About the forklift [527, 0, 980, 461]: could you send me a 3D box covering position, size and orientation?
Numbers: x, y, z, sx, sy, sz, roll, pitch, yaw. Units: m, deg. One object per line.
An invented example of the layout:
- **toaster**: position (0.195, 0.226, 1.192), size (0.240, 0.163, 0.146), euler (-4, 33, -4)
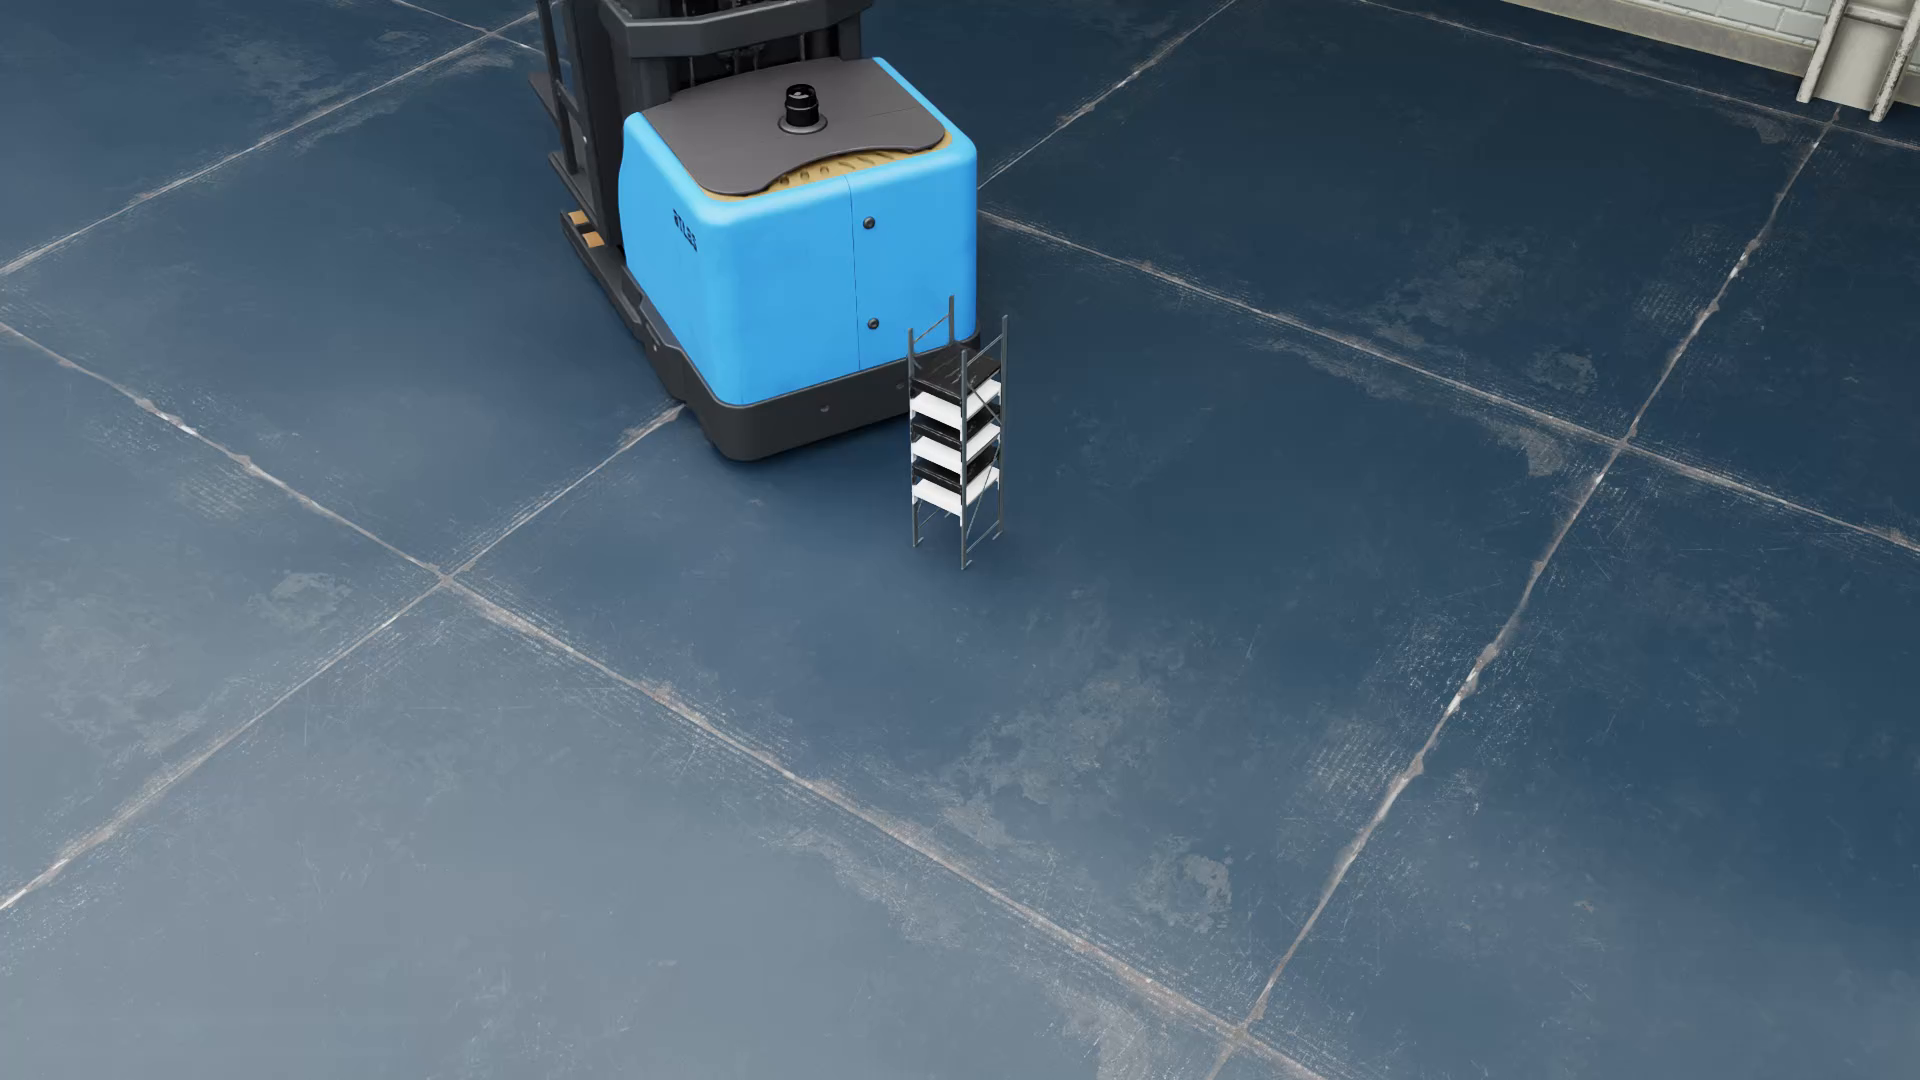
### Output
- **forklift**: position (-1.053, -2.353, 6.182), size (1.130, 2.935, 3.031), euler (-19, 45, -20)

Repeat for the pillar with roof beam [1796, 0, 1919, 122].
- **pillar with roof beam**: position (1.881, -3.171, 2.546), size (0.400, 9.000, 9.100), euler (25, 48, 25)

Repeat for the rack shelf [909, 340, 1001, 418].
- **rack shelf**: position (-0.007, -0.515, 5.296), size (0.200, 0.077, 0.258), euler (25, 48, 25)

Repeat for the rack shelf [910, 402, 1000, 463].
- **rack shelf**: position (-0.007, -0.381, 5.416), size (0.200, 0.077, 0.258), euler (25, 48, 25)

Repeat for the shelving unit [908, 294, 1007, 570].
- **shelving unit**: position (-0.007, -0.338, 5.453), size (0.210, 0.900, 0.258), euler (25, 48, 25)

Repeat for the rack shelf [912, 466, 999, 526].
- **rack shelf**: position (-0.007, -0.179, 5.596), size (0.200, 0.077, 0.258), euler (25, 48, 25)

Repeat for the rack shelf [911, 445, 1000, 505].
- **rack shelf**: position (-0.007, -0.247, 5.536), size (0.200, 0.077, 0.258), euler (25, 48, 25)

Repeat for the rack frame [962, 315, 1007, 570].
- **rack frame**: position (0.077, -0.300, 5.410), size (0.006, 0.900, 0.240), euler (25, 48, 25)

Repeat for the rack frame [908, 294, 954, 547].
- **rack frame**: position (-0.090, -0.377, 5.497), size (0.006, 0.900, 0.240), euler (25, 48, 25)

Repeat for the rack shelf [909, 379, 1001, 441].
- **rack shelf**: position (-0.007, -0.448, 5.356), size (0.200, 0.077, 0.258), euler (25, 48, 25)

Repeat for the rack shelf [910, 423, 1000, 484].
- **rack shelf**: position (-0.007, -0.314, 5.476), size (0.200, 0.077, 0.258), euler (25, 48, 25)
